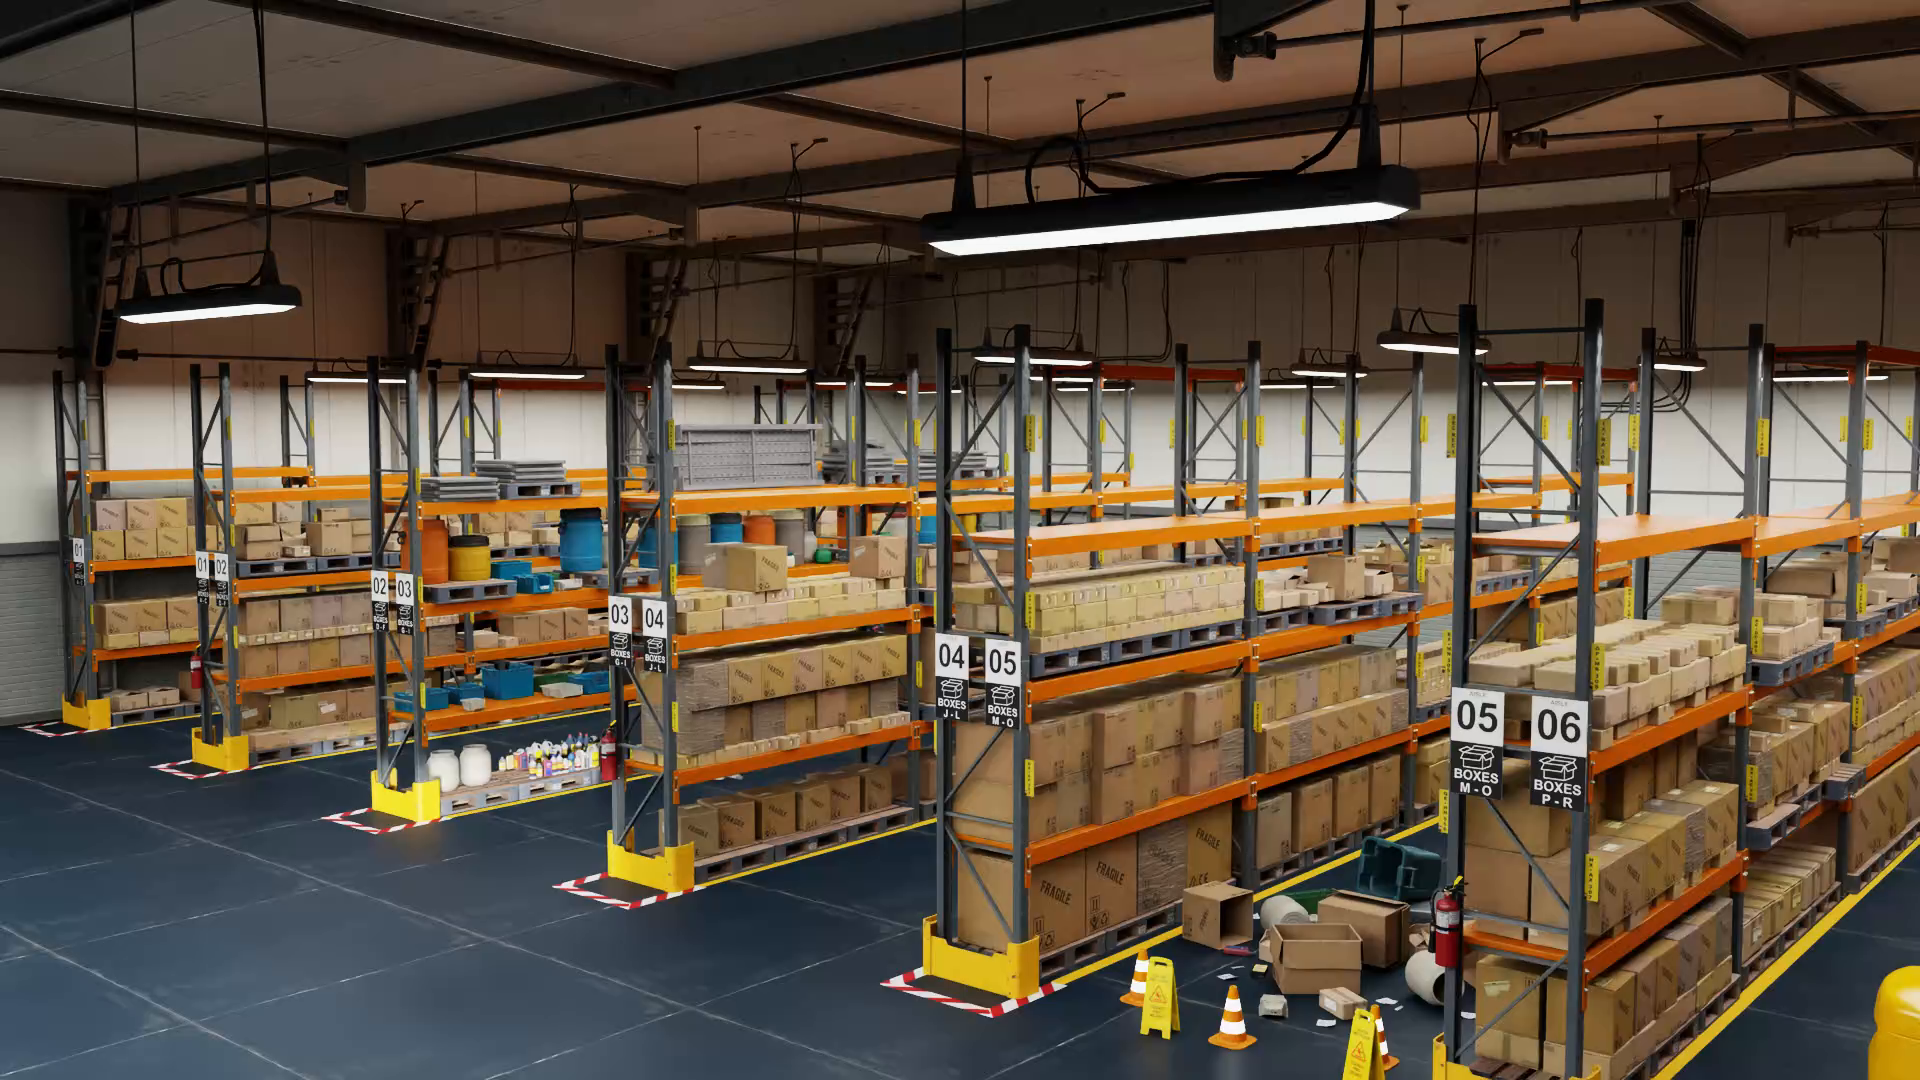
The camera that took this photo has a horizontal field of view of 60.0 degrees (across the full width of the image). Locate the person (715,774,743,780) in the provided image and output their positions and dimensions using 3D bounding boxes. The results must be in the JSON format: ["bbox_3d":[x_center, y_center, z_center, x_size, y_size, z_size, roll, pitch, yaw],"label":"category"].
[{"bbox_3d":[-3.397,2.658,23.854,0.432,1.620,0.459,2,5,25],"label":"person"}]
